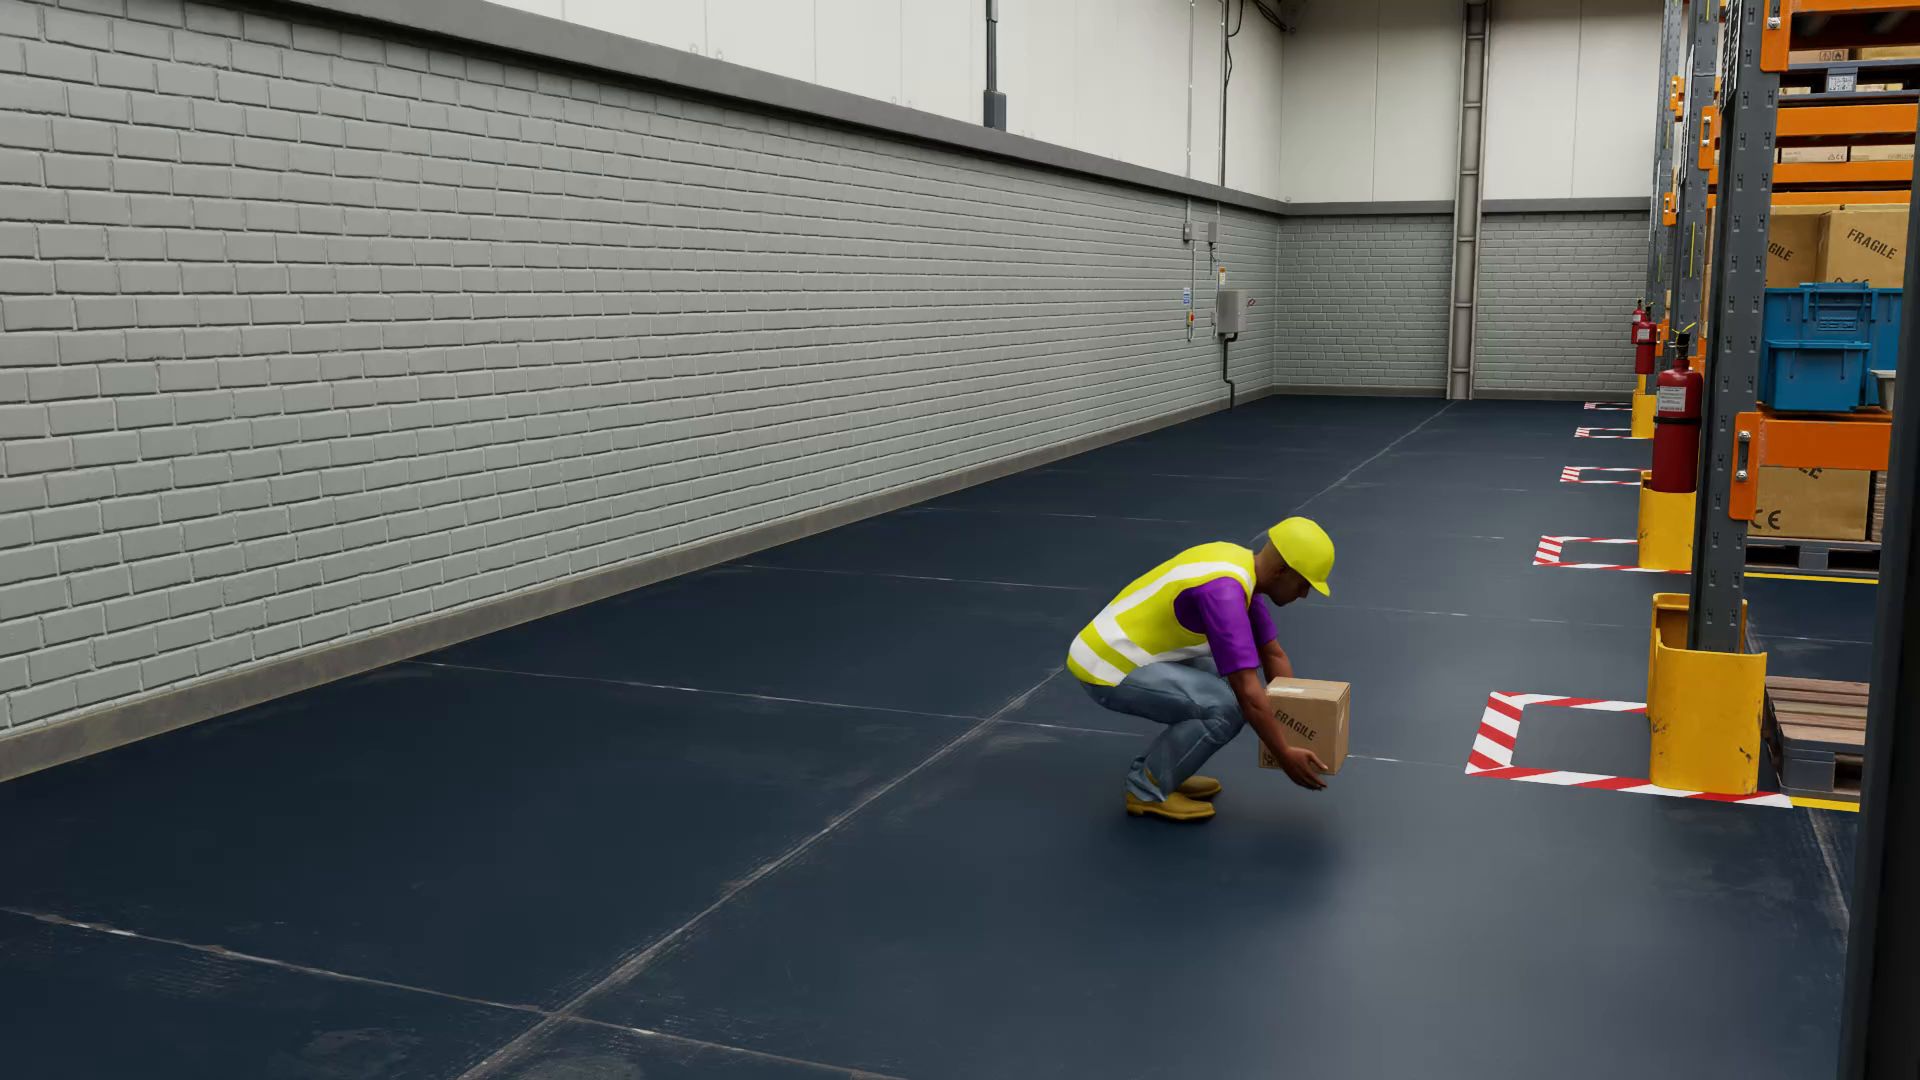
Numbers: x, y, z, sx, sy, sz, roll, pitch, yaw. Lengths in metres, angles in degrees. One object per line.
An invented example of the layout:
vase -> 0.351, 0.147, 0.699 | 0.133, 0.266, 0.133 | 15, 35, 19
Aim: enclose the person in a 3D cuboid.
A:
person -> 0.828, 0.412, 5.603 | 0.894, 1.009, 0.585 | 3, 9, 21
